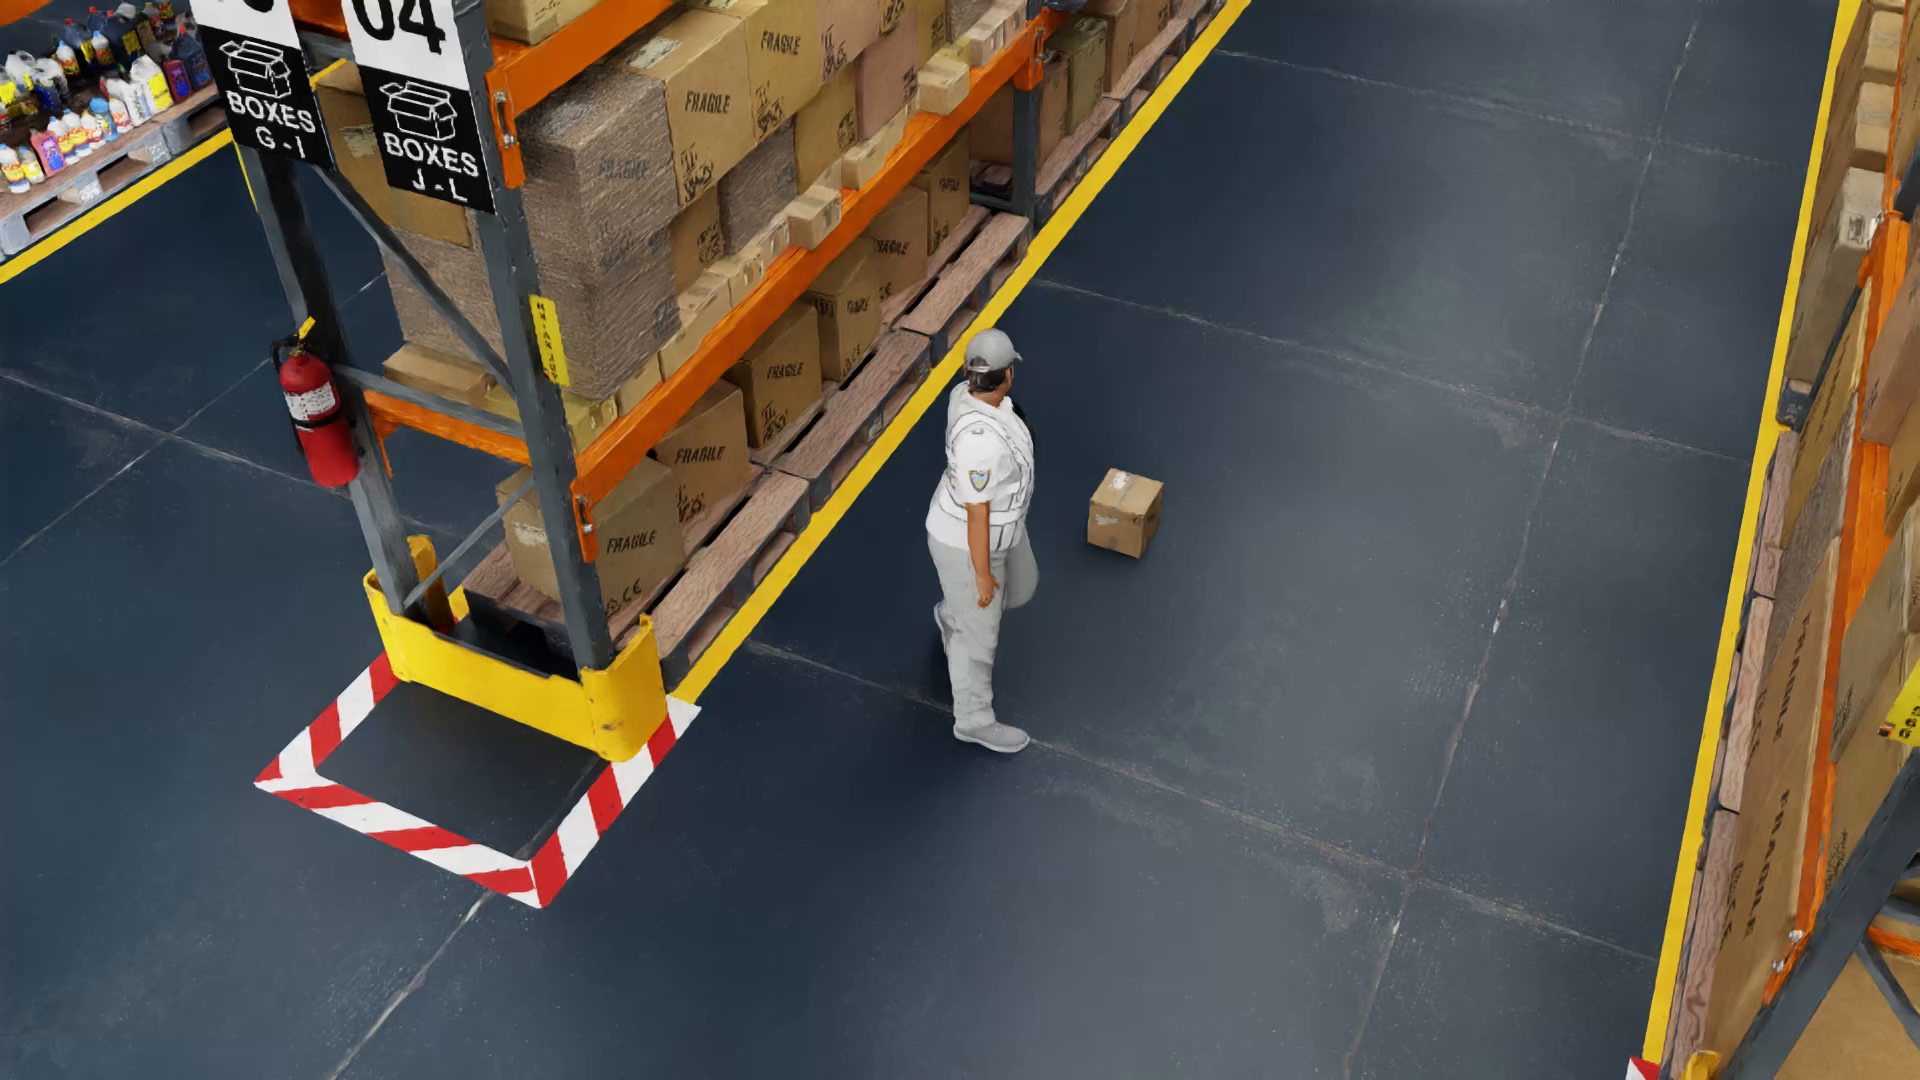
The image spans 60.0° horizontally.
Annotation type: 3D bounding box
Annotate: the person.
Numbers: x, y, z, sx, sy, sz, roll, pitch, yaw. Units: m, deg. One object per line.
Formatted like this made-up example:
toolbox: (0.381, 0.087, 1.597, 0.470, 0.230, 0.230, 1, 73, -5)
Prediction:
person: (0.089, 0.002, 6.181, 0.465, 1.629, 0.650, 7, 43, 8)
